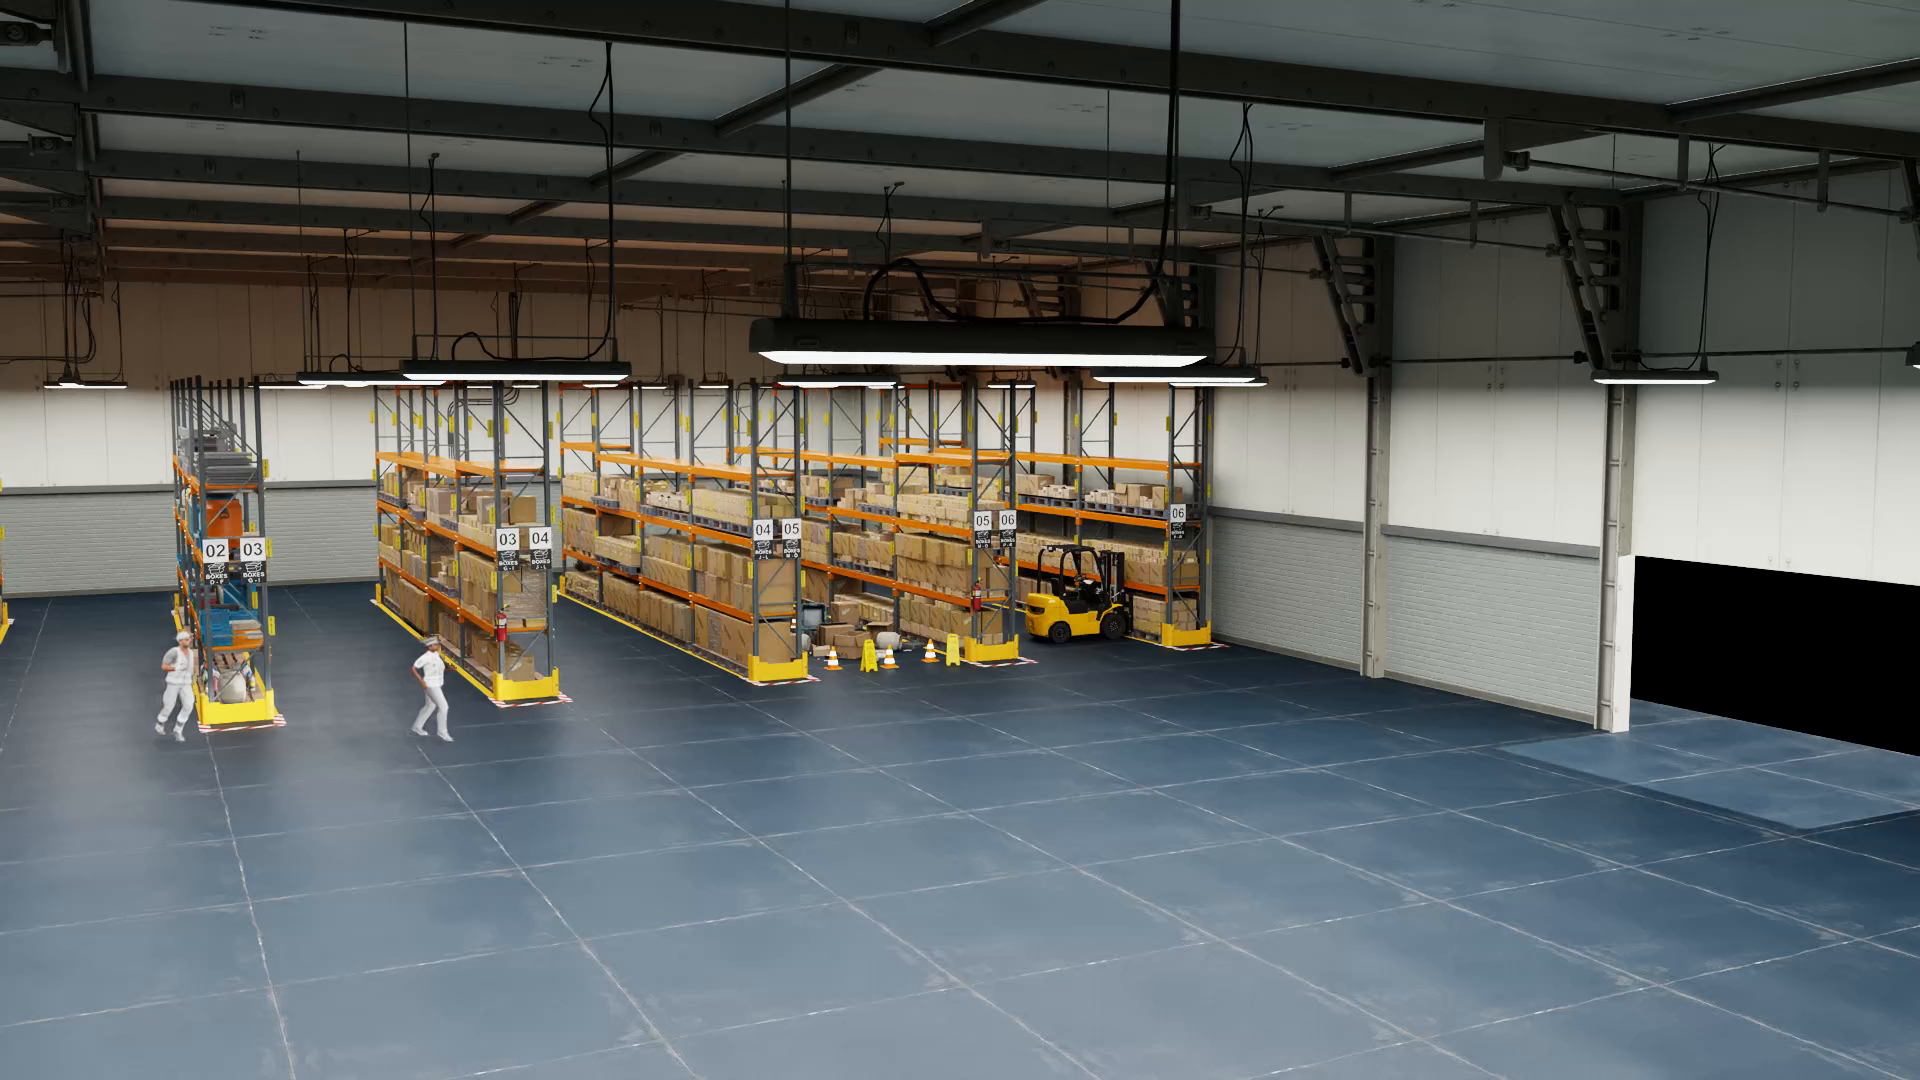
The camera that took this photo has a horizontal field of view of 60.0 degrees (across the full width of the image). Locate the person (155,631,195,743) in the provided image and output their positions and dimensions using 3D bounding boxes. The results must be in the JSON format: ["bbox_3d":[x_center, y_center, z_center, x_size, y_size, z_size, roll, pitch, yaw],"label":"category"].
[{"bbox_3d":[-12.871,2.408,27.470,0.732,1.798,0.660,4,6,35],"label":"person"}]

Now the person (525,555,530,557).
[{"bbox_3d":[-11.854,0.772,45.673,0.696,1.799,0.883,-2,5,-20],"label":"person"}]

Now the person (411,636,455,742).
[{"bbox_3d":[-8.676,2.447,27.359,0.753,1.757,0.549,0,5,0],"label":"person"}]

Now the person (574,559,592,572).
[{"bbox_3d":[-11.035,0.496,48.896,0.664,1.732,0.691,-3,6,-28],"label":"person"}]
